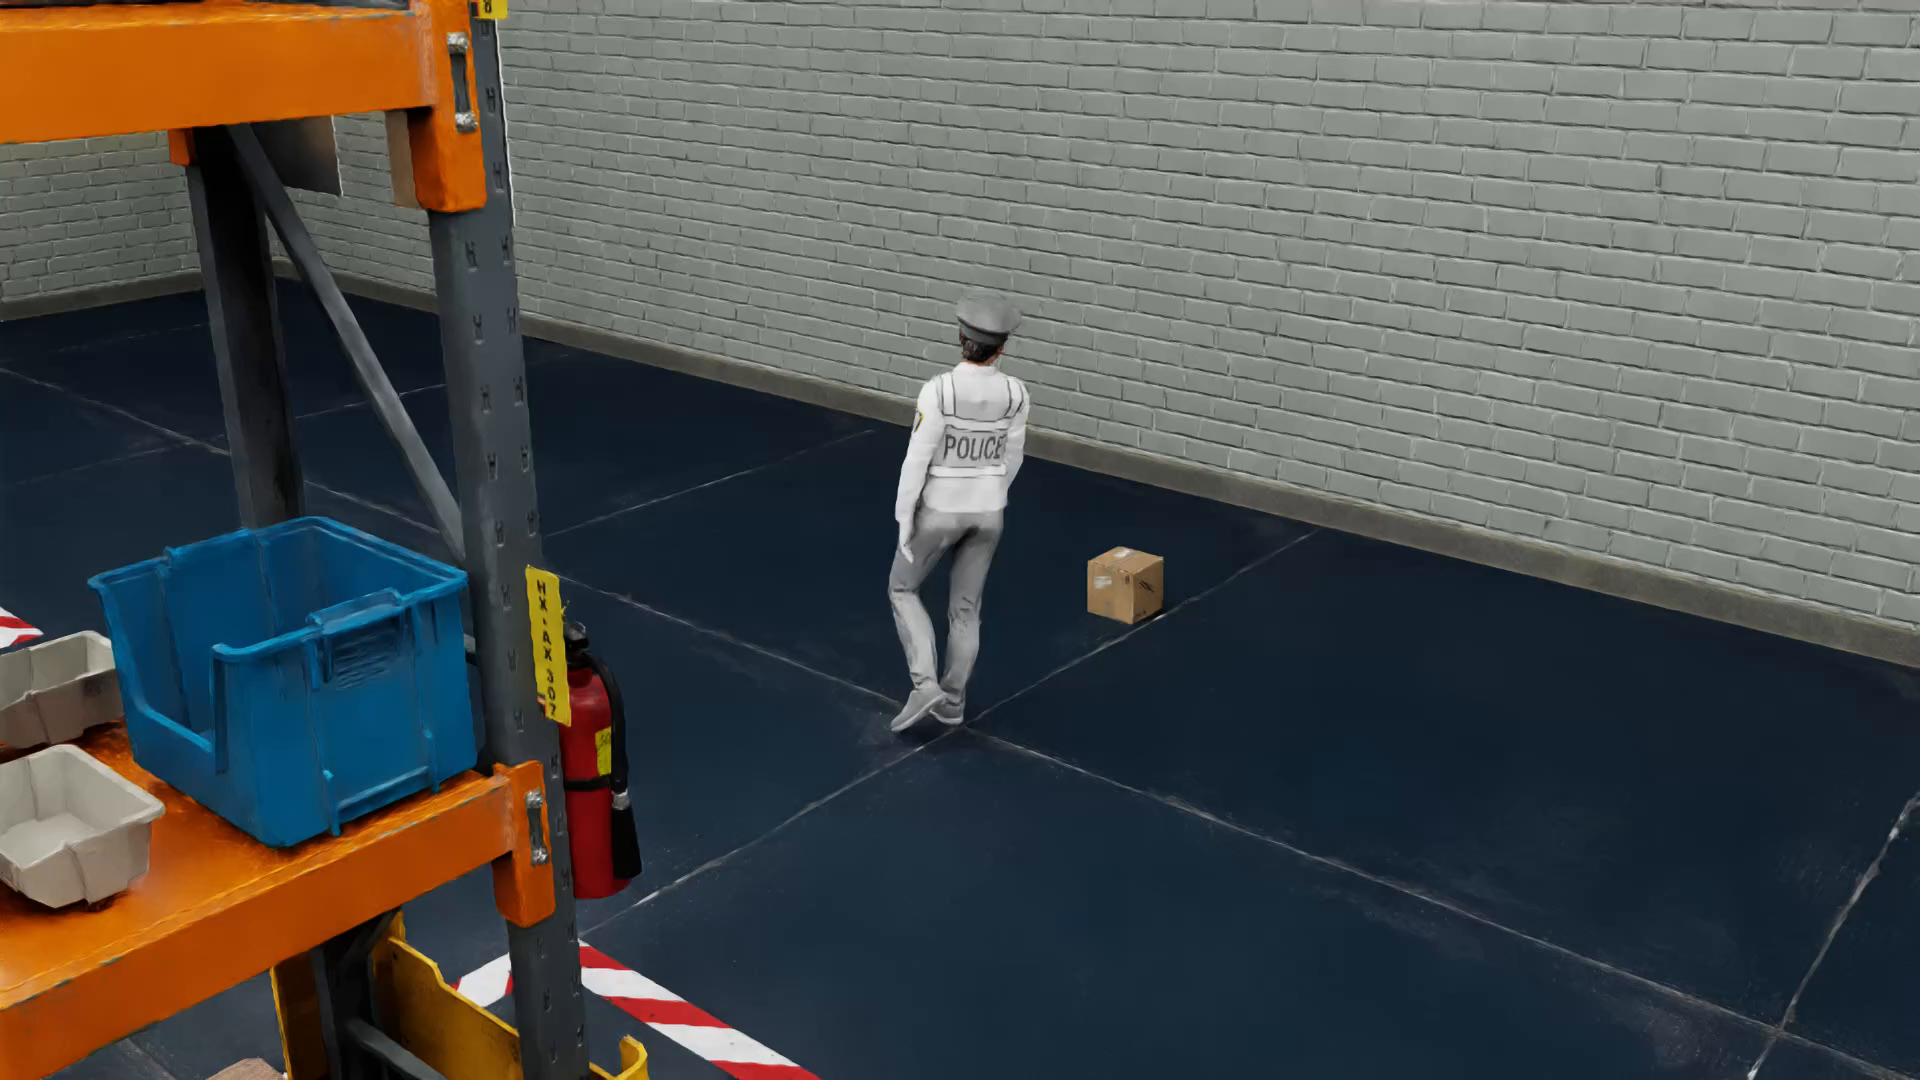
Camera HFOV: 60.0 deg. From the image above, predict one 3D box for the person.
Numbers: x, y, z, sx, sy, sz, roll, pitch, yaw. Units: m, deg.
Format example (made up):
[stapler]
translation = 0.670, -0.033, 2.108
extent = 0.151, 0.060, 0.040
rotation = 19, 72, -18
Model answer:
[person]
translation = -0.027, -0.084, 6.264
extent = 0.565, 1.661, 0.395
rotation = -8, 22, -21
